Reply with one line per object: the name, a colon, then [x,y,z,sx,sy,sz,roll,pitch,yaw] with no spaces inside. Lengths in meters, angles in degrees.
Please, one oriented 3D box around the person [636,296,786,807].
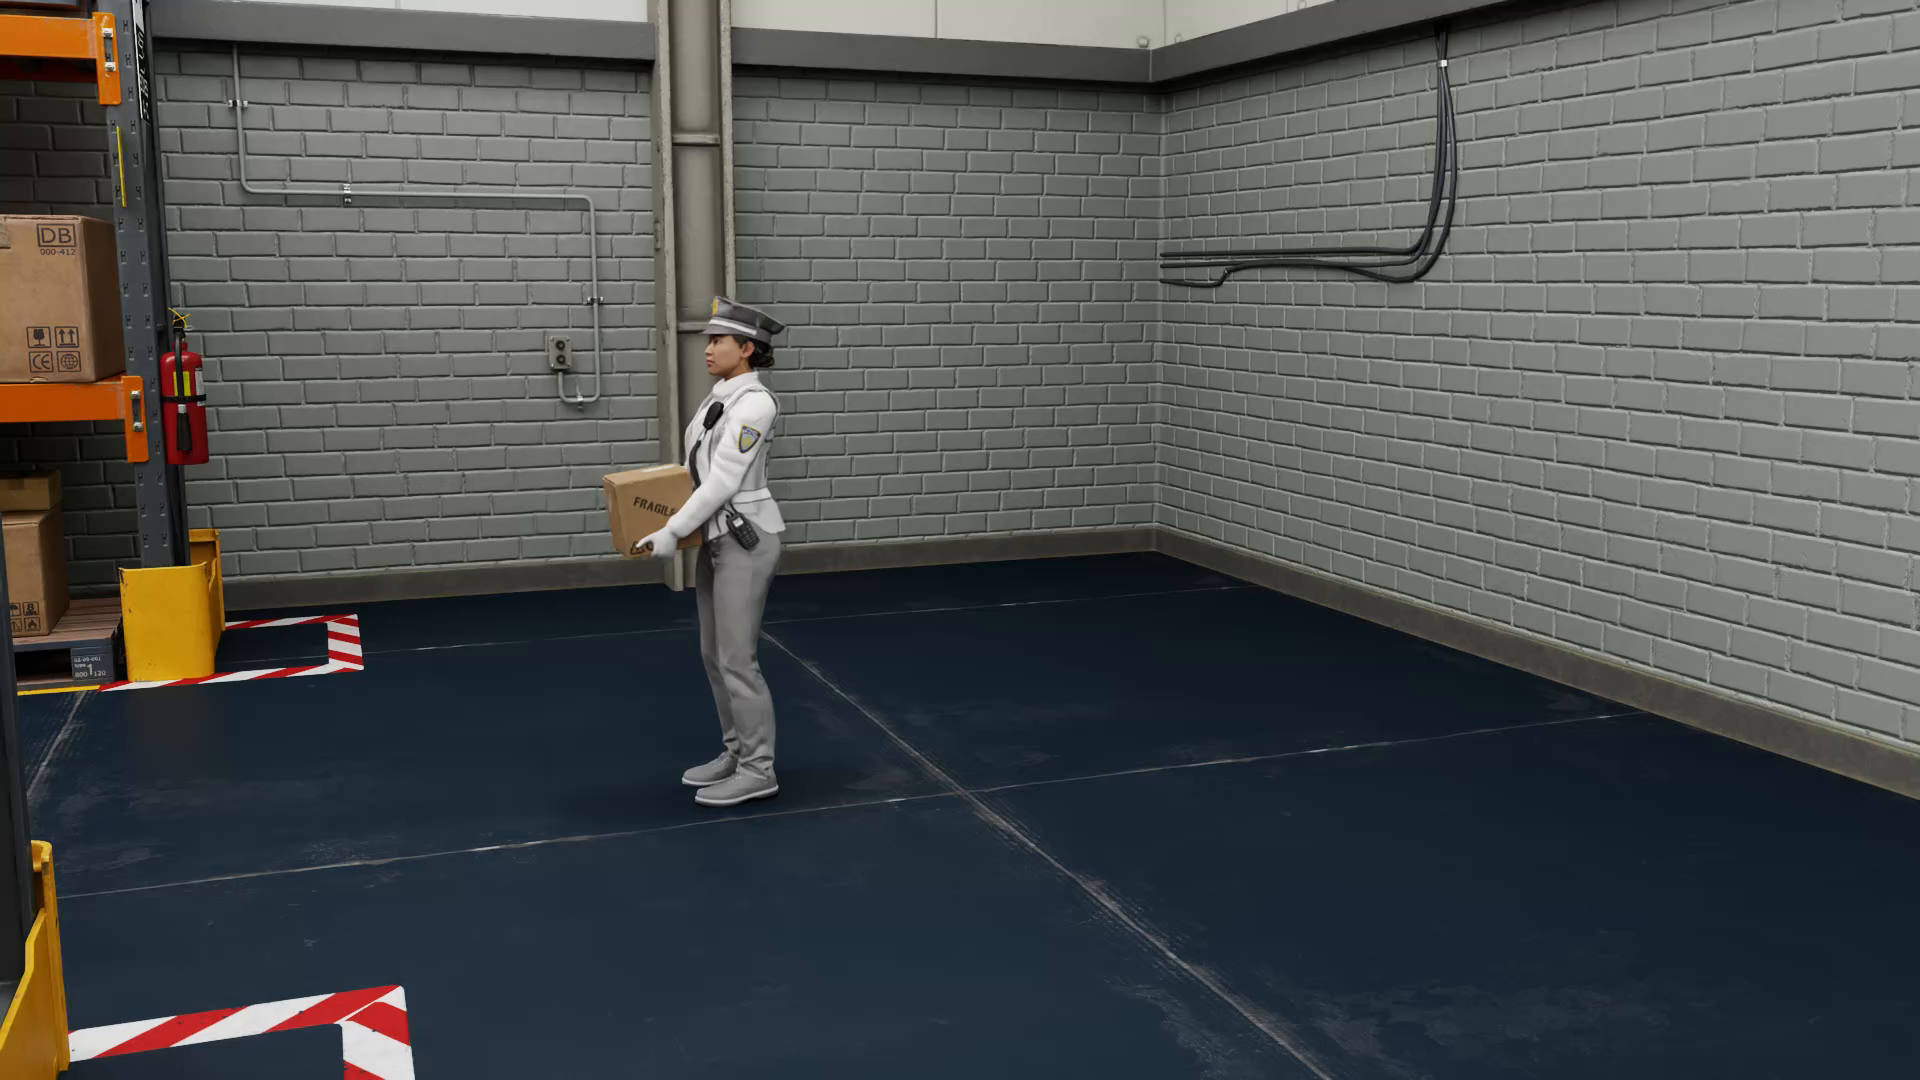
person: [-0.844,0.035,5.578,0.530,1.691,0.447,-4,10,-21]
